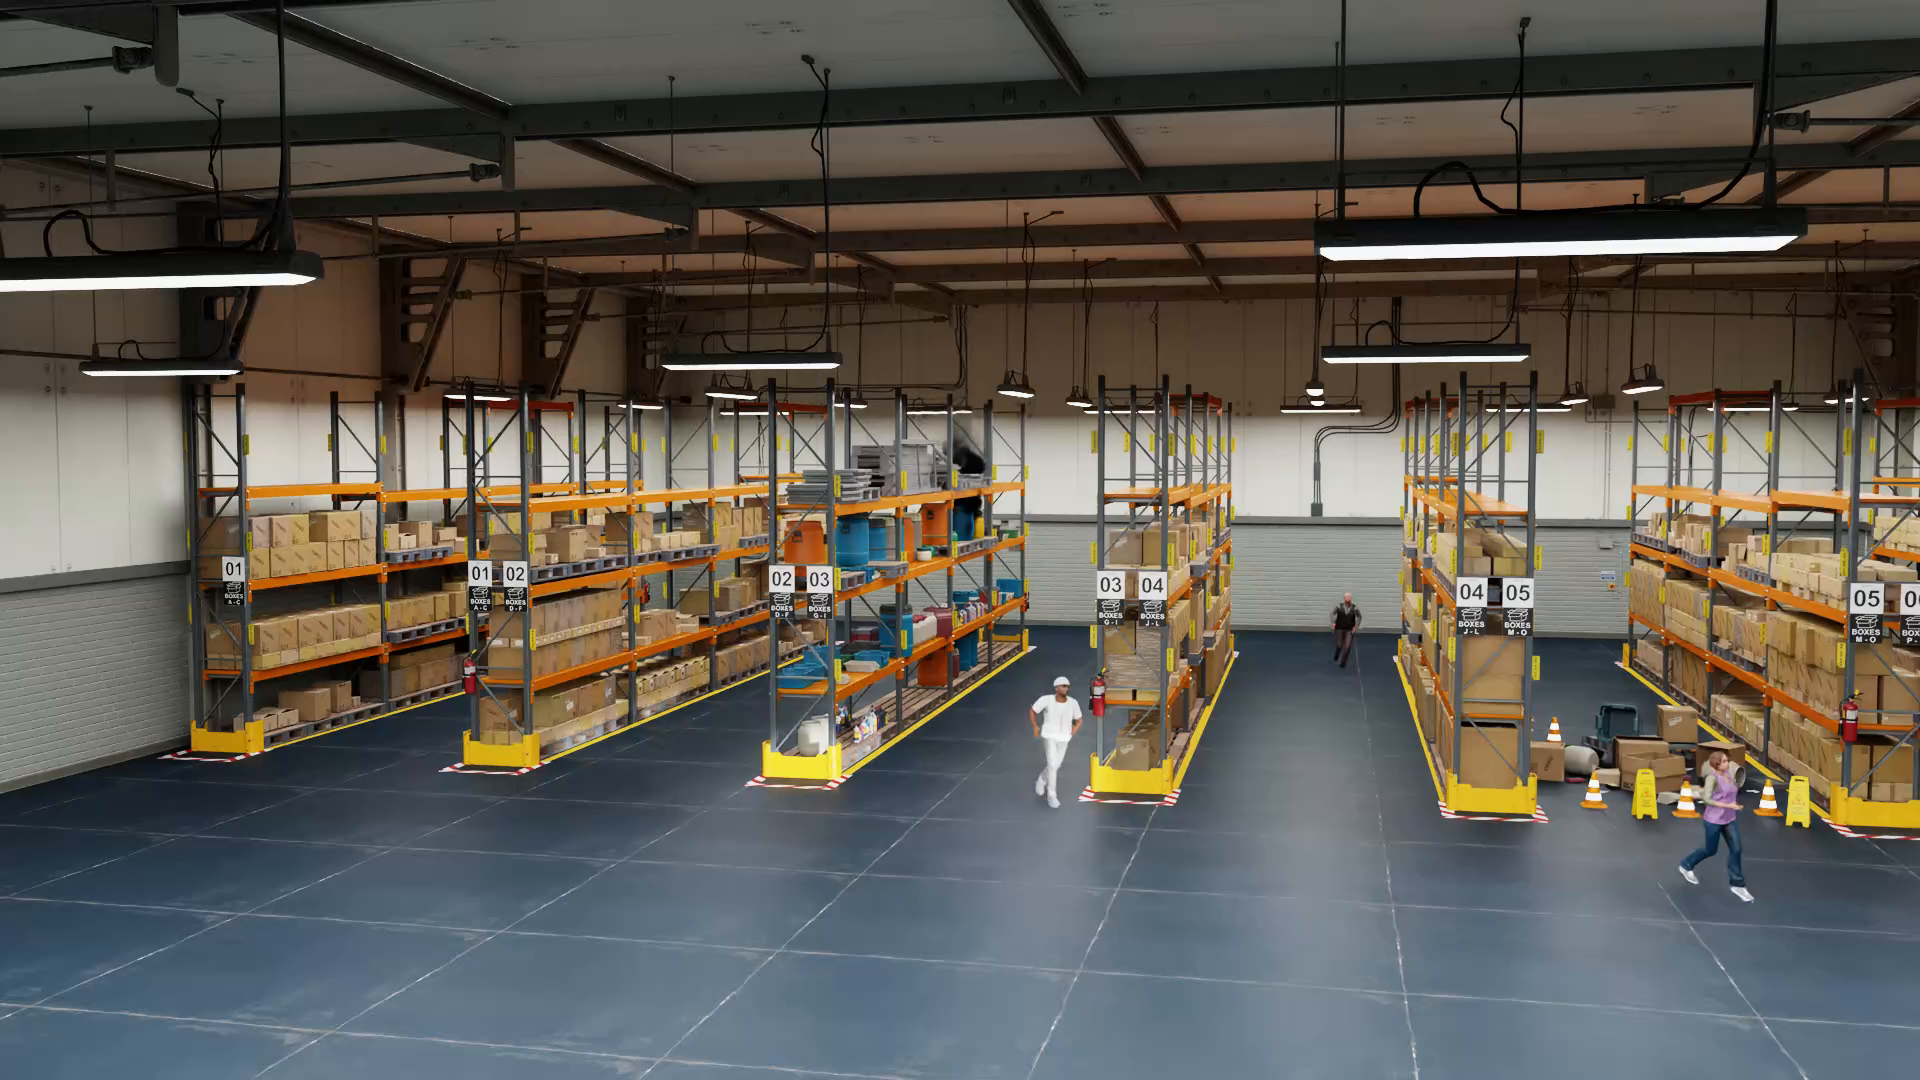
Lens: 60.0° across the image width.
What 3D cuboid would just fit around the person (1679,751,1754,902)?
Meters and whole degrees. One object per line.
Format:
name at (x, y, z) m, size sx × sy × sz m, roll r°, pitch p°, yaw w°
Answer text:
person at (8.417, 3.140, 18.479) m, size 0.550 × 1.614 × 0.860 m, roll -2°, pitch 4°, yaw -30°

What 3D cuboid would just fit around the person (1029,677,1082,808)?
person at (1.365, 2.795, 23.348) m, size 0.726 × 1.762 × 0.841 m, roll -1°, pitch 4°, yaw -21°

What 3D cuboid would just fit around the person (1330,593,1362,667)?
person at (8.726, 2.026, 37.584) m, size 0.707 × 1.681 × 0.591 m, roll 1°, pitch 3°, yaw 10°
